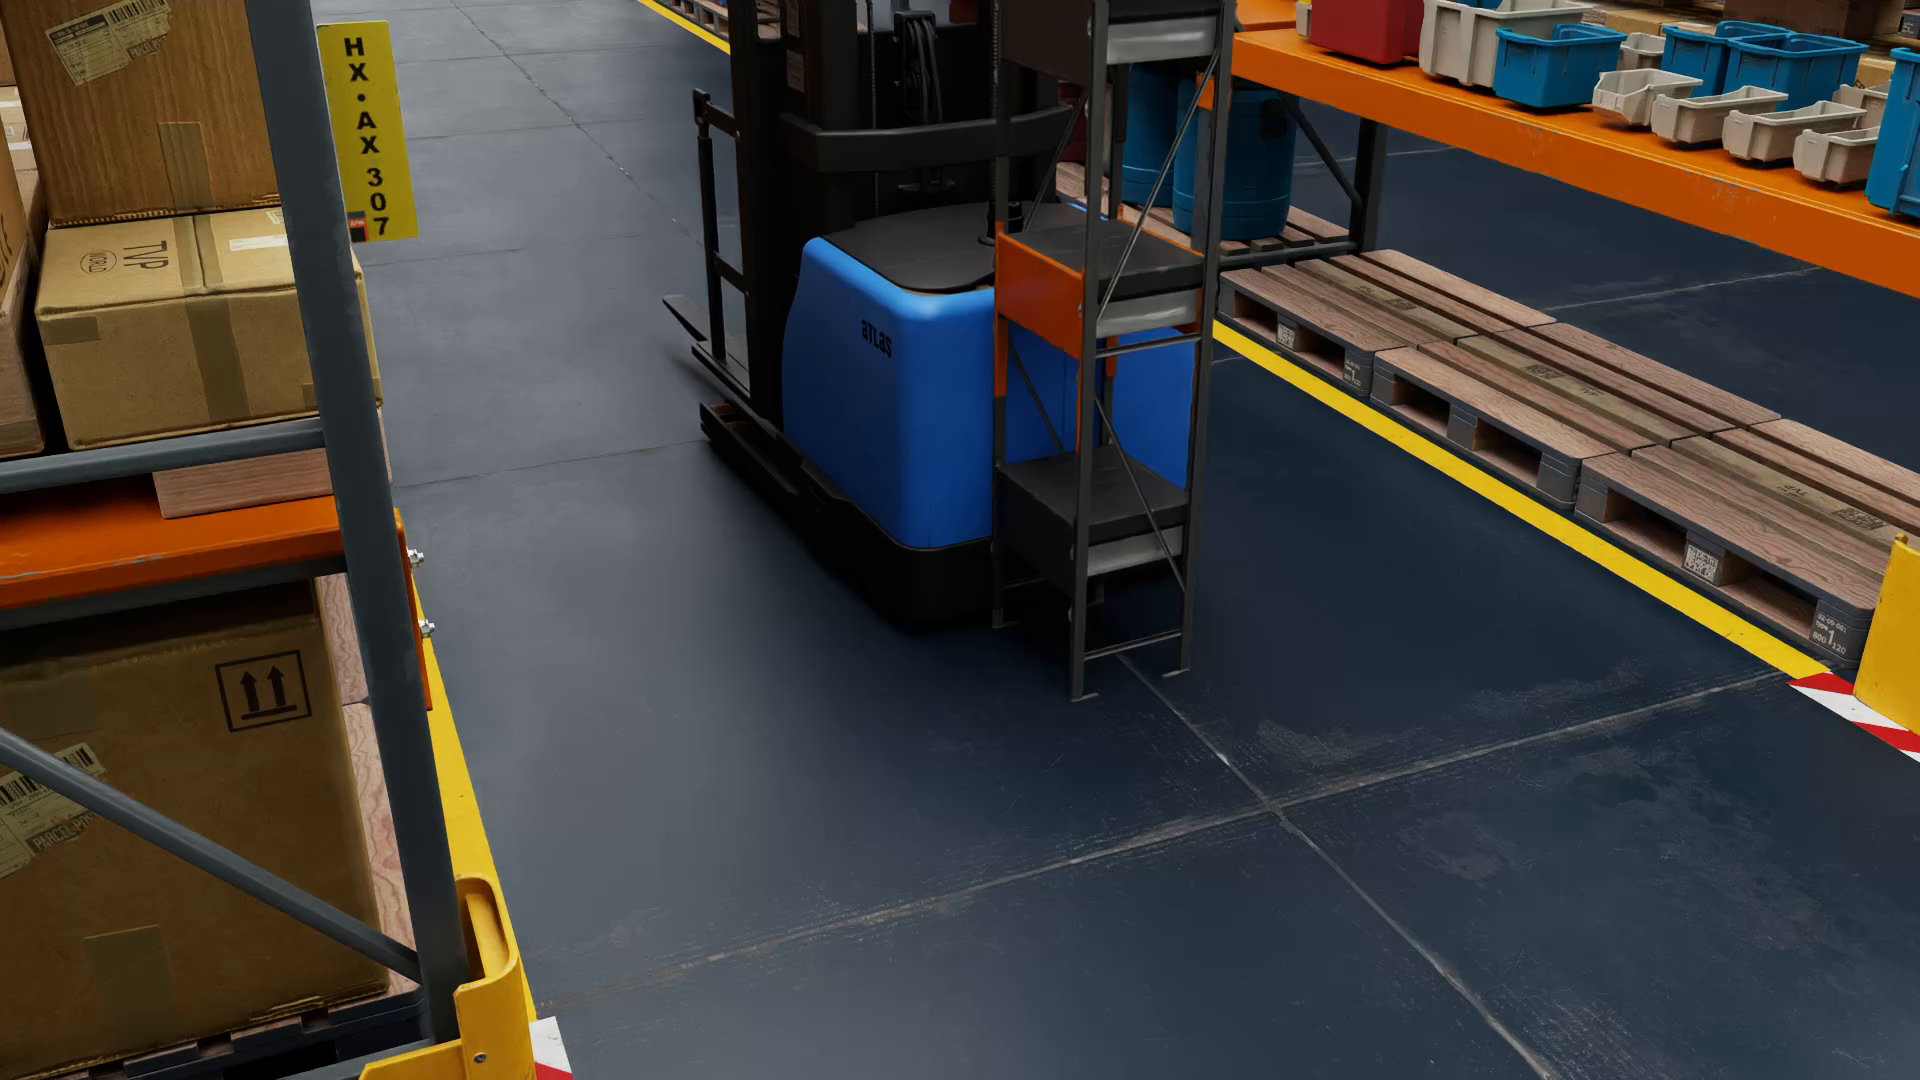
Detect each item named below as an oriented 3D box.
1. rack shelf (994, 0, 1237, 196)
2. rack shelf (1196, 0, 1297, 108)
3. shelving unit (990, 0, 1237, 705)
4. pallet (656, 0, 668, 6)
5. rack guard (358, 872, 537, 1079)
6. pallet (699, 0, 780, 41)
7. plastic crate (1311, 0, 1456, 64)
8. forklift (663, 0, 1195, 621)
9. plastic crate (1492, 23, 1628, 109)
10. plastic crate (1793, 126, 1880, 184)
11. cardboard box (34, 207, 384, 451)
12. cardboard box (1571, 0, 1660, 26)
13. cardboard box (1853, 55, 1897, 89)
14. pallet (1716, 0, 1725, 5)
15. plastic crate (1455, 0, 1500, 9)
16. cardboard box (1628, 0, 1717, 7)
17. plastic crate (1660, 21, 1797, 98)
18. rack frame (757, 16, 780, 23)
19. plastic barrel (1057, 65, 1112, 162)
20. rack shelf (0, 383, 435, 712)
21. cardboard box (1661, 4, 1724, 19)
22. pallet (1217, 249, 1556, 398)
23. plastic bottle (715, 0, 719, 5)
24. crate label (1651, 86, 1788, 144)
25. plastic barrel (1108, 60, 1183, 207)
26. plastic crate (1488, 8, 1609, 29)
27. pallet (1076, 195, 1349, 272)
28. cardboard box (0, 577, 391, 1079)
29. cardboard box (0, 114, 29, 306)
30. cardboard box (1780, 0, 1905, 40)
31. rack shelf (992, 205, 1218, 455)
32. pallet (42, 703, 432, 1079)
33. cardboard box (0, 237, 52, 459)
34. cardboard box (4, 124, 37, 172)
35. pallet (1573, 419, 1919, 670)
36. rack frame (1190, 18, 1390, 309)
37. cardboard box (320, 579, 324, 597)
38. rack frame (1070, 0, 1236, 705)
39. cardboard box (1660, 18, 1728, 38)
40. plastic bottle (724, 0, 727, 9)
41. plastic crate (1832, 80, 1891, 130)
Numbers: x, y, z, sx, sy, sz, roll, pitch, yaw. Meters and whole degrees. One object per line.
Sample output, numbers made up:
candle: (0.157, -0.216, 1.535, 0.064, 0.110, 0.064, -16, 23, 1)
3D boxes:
rack shelf: (0.389, -1.224, 4.298, 0.431, 0.518, 0.480, -12, 29, -24)
rack shelf: (0.804, -3.044, 9.385, 1.077, 0.370, 4.000, -11, 28, -21)
shelving unit: (0.389, -0.607, 4.600, 0.431, 2.100, 0.503, -12, 29, -24)
pallet: (-2.726, -5.799, 17.387, 1.003, 0.211, 1.213, -11, 28, -21)
rack guard: (-1.394, 1.039, 3.051, 1.175, 0.500, 0.348, -11, 28, -21)
pallet: (-1.770, -4.814, 15.370, 1.003, 0.211, 1.213, -11, 28, -21)
plastic crate: (1.706, -2.212, 6.719, 0.402, 0.464, 0.583, -11, 28, -21)
forklift: (-0.360, -1.686, 5.863, 1.130, 2.935, 3.031, -12, 29, -24)
plastic crate: (2.114, -1.681, 5.897, 0.416, 0.233, 0.300, -11, 28, -21)
plastic crate: (2.668, -1.151, 4.921, 0.396, 0.136, 0.243, -11, 28, -21)
cardboard box: (-1.343, -0.400, 2.982, 0.500, 0.250, 0.500, -11, 28, -22)
cardboard box: (4.706, -3.655, 12.165, 0.500, 0.500, 0.500, -12, 28, -22)
cardboard box: (5.690, -2.633, 10.072, 0.500, 0.500, 0.500, -11, 28, -21)
pallet: (8.358, -5.431, 16.633, 1.003, 0.211, 1.213, -11, 28, -21)
plastic crate: (2.084, -2.449, 7.298, 0.392, 0.384, 0.575, -11, 28, -21)
cardboard box: (5.188, -4.076, 12.172, 0.500, 0.250, 0.500, -9, 28, -19)
plastic crate: (2.727, -1.705, 5.946, 0.416, 0.233, 0.300, -11, 28, -21)
rack frame: (-1.545, -5.789, 14.188, 1.000, 3.000, 0.127, -11, 28, -21)
plastic barrel: (0.671, -2.629, 9.985, 0.600, 0.588, 0.708, -11, 28, -21)
rack shelf: (-2.187, -0.578, 4.334, 1.077, 0.370, 4.000, -11, 28, -21)
cardboard box: (5.365, -3.552, 11.954, 0.500, 0.500, 0.500, -12, 28, -22)
pallet: (1.911, -1.016, 7.591, 1.003, 0.211, 1.213, -11, 28, -21)
plastic bottle: (-2.240, -5.113, 15.397, 0.061, 0.283, 0.133, -9, 27, -17)
crate label: (2.436, -1.379, 5.388, 0.396, 0.136, 0.243, -11, 28, -21)
plastic barrel: (1.113, -2.314, 8.983, 0.600, 0.901, 0.708, -11, 28, -21)
plastic crate: (2.273, -2.057, 6.789, 0.437, 0.125, 0.590, -11, 28, -21)
pallet: (1.324, -1.625, 8.838, 1.003, 0.211, 1.213, -11, 28, -21)
cardboard box: (-1.728, 0.428, 3.398, 0.875, 0.875, 0.875, -11, 28, -21)
cardboard box: (-1.836, -0.648, 2.636, 0.500, 0.500, 0.500, -10, 28, -20)
cardboard box: (5.790, -3.461, 10.913, 0.500, 0.250, 0.500, -11, 28, -20)
rack shelf: (0.389, -0.595, 4.606, 0.431, 0.518, 0.480, -12, 29, -24)
pallet: (-1.789, 0.850, 3.768, 1.003, 0.211, 1.213, -11, 28, -21)
cardboard box: (-1.837, -0.310, 2.798, 0.500, 0.250, 0.500, -11, 28, -21)
cardboard box: (-2.235, -0.720, 3.638, 0.500, 0.250, 0.500, -12, 28, -22)
pallet: (2.867, -0.031, 5.573, 1.003, 0.211, 1.213, -11, 28, -21)
rack frame: (1.587, -2.559, 7.573, 1.000, 3.000, 0.127, -11, 28, -21)
cardboard box: (-2.433, -0.299, 4.886, 0.875, 0.875, 0.875, -11, 28, -21)
rack frame: (0.498, -0.511, 4.403, 0.400, 2.100, 0.015, -12, 29, -24)
cardboard box: (5.107, -3.242, 11.319, 0.500, 0.500, 0.500, -12, 28, -22)
plastic bottle: (-2.063, -5.007, 15.104, 0.144, 0.351, 0.185, -11, 28, -22)
plastic crate: (3.045, -1.427, 5.486, 0.250, 0.136, 0.298, -11, 28, -21)
